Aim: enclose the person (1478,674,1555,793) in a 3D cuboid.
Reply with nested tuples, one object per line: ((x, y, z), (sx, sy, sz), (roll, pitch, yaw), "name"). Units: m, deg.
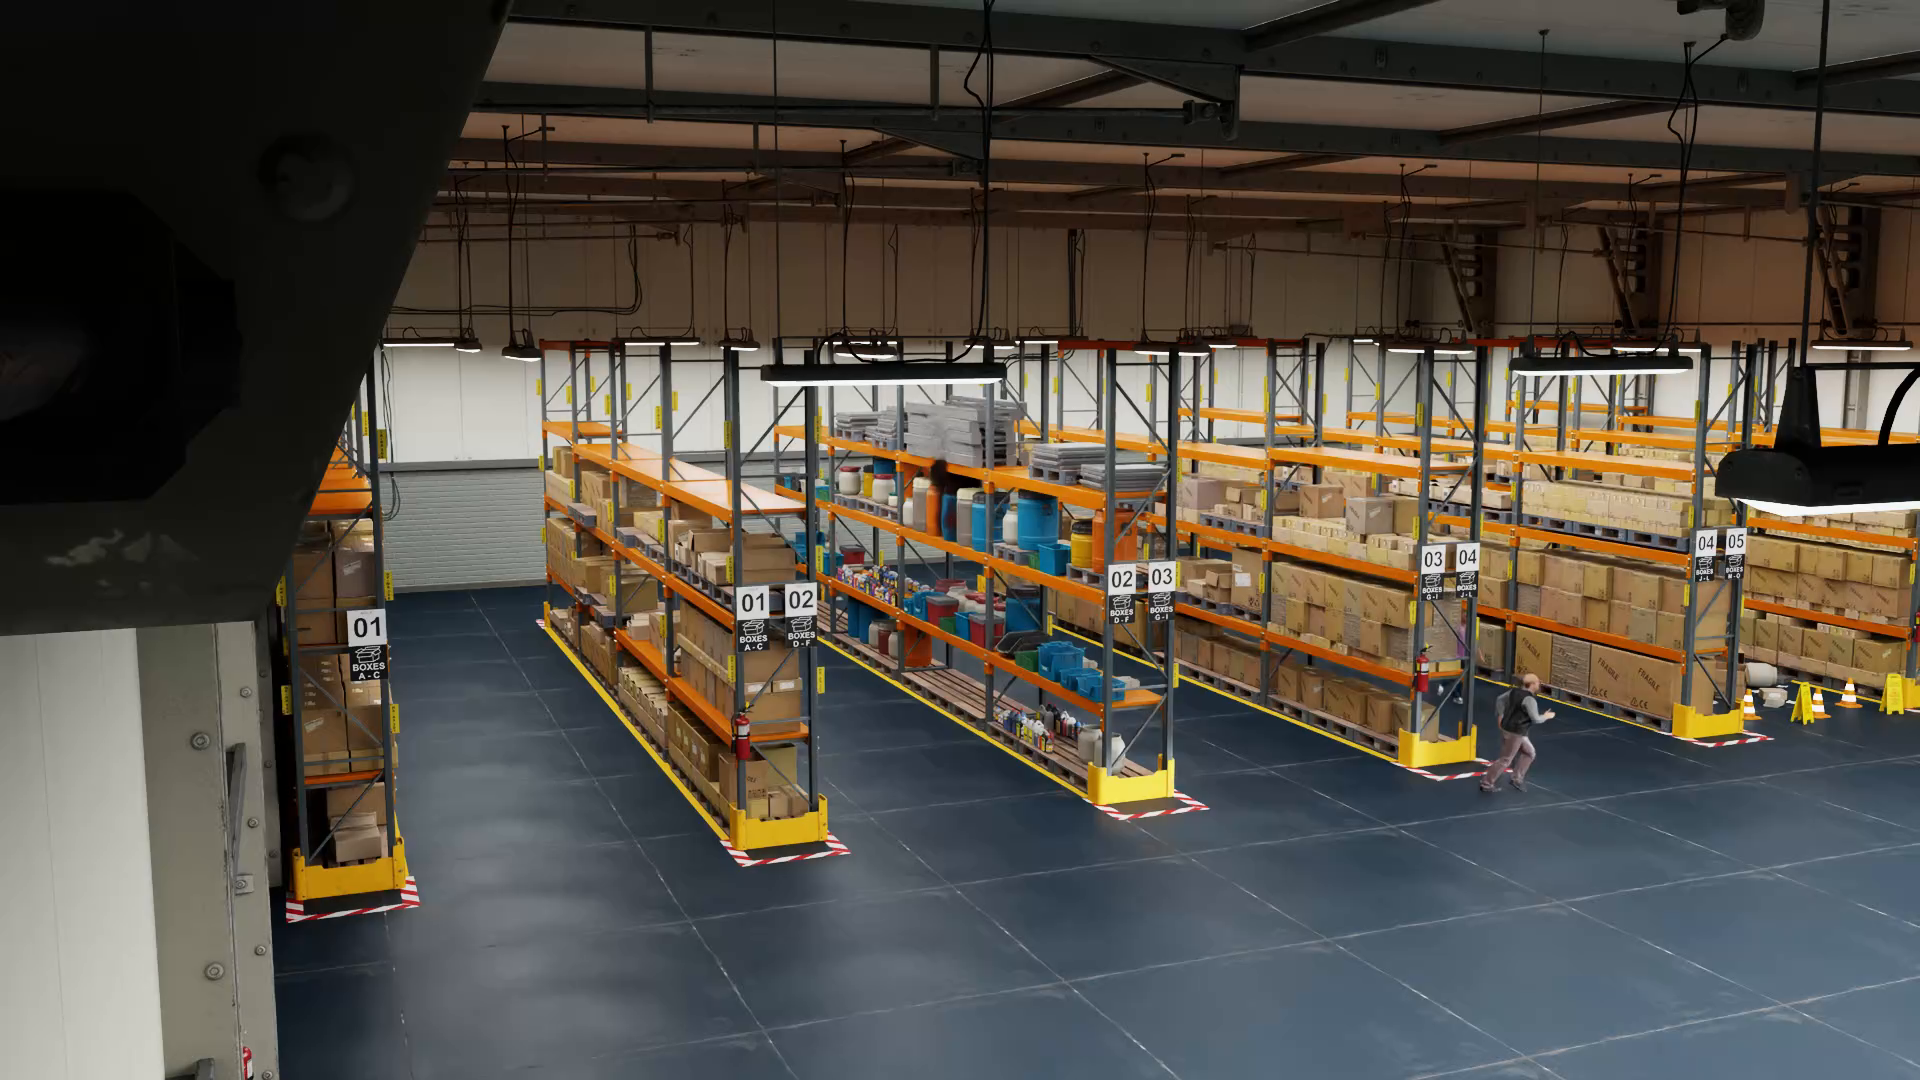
((7.473, 2.622, 22.329), (0.977, 1.700, 0.647), (0, 7, 3), "person")

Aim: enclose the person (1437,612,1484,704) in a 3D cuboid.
((8.348, 1.954, 27.759), (0.575, 1.567, 0.630), (-3, 8, -19), "person")

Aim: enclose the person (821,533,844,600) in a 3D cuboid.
((-3.020, 0.600, 37.974), (0.642, 1.609, 0.589), (2, 8, 13), "person")
